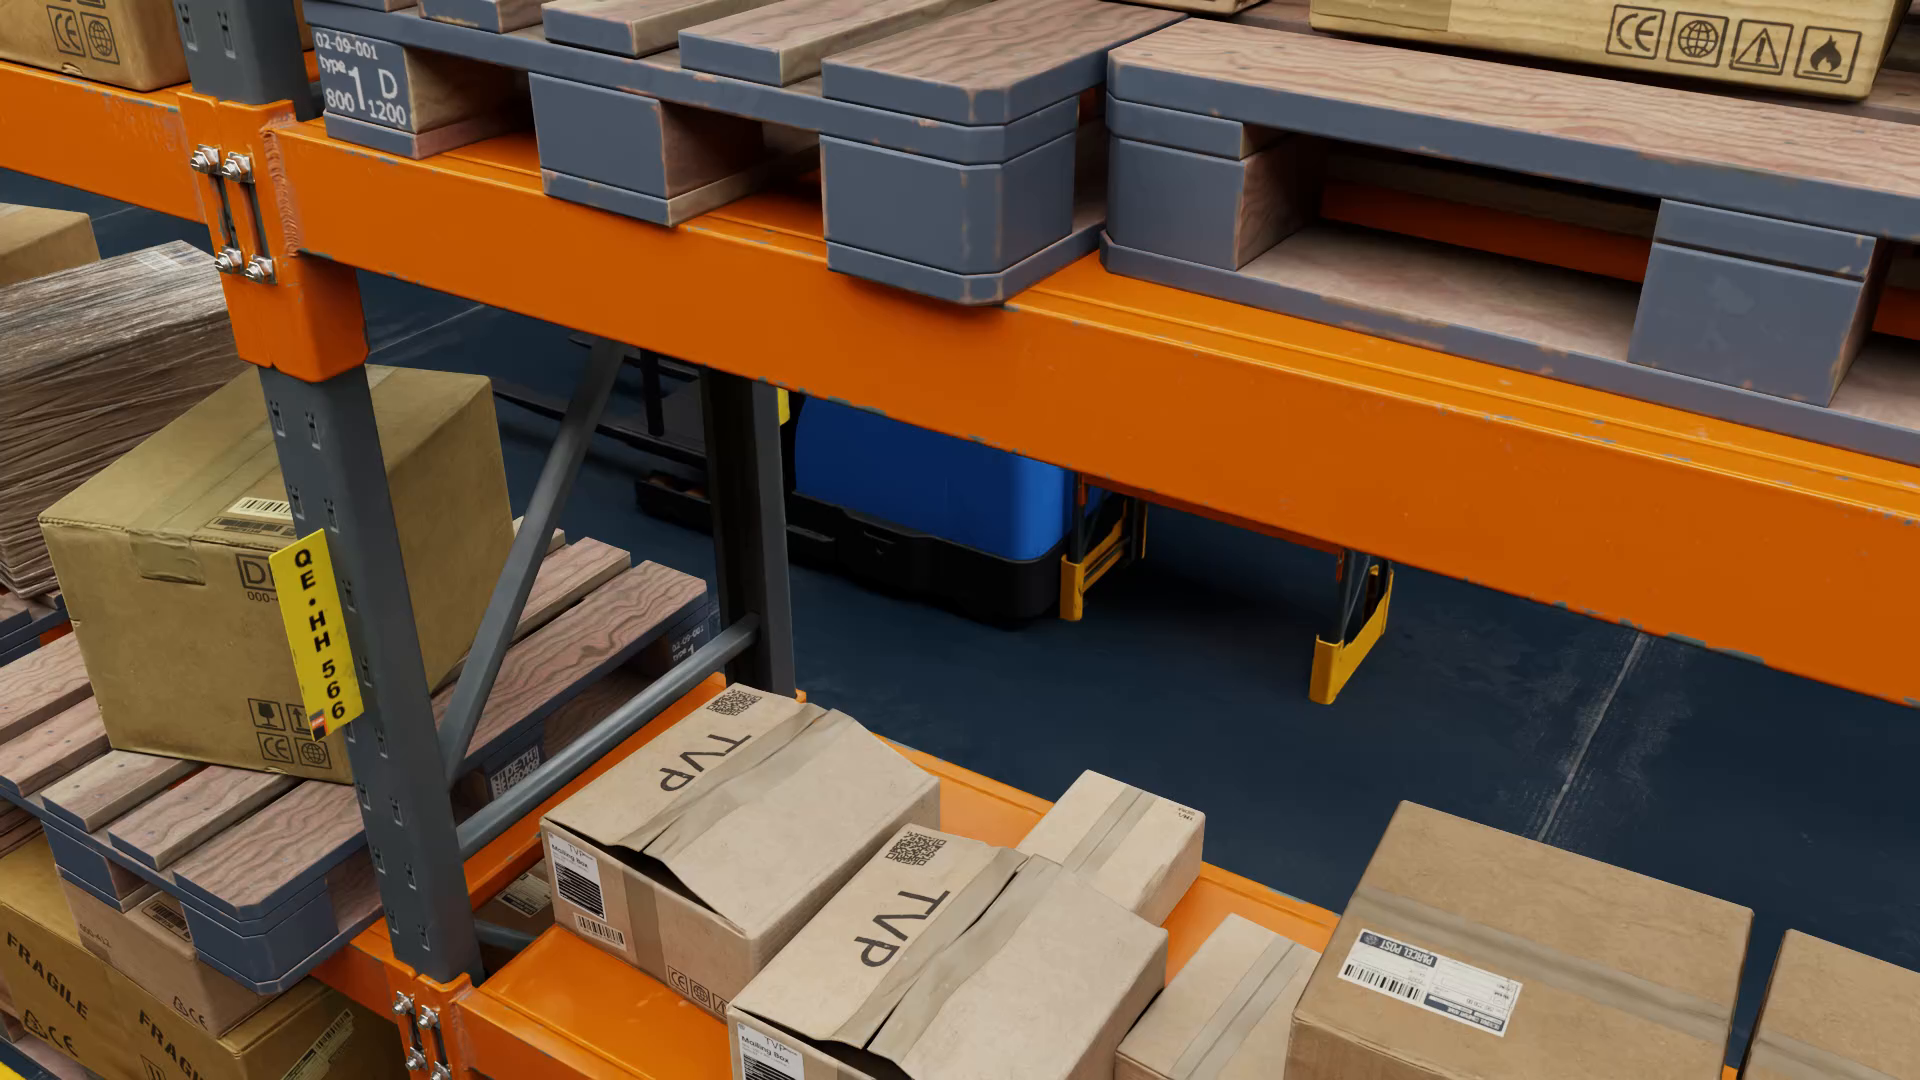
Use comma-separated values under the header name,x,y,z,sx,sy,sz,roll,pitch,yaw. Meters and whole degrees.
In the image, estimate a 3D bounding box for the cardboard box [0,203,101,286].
name,x,y,z,sx,sy,sz,roll,pitch,yaw
cardboard box,-2.524,-0.474,4.070,0.500,0.500,0.700,9,31,15

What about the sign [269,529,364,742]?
name,x,y,z,sx,sy,sz,roll,pitch,yaw
sign,-0.945,0.143,2.458,0.005,0.325,0.100,18,35,27

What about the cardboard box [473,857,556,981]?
name,x,y,z,sx,sy,sz,roll,pitch,yaw
cardboard box,-0.898,1.021,4.068,0.500,0.500,0.500,19,35,29

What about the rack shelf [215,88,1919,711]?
name,x,y,z,sx,sy,sz,roll,pitch,yaw
rack shelf,1.029,-0.074,1.638,4.000,0.370,1.077,18,35,27

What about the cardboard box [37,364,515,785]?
name,x,y,z,sx,sy,sz,roll,pitch,yaw
cardboard box,-1.258,0.030,3.207,0.500,0.500,0.700,6,31,11

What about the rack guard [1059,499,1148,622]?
name,x,y,z,sx,sy,sz,roll,pitch,yaw
rack guard,0.554,0.067,6.387,0.087,0.250,0.587,18,35,27

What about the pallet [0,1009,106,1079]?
name,x,y,z,sx,sy,sz,roll,pitch,yaw
pallet,-2.306,1.036,4.765,1.213,0.211,1.003,18,35,27

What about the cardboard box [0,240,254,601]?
name,x,y,z,sx,sy,sz,roll,pitch,yaw
cardboard box,-1.931,-0.297,3.766,0.500,0.500,0.700,25,39,36

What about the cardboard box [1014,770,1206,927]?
name,x,y,z,sx,sy,sz,roll,pitch,yaw
cardboard box,0.244,0.606,2.983,0.250,0.149,0.380,18,35,27

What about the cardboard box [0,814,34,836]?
name,x,y,z,sx,sy,sz,roll,pitch,yaw
cardboard box,-2.500,0.505,4.208,0.500,0.250,0.500,17,34,26

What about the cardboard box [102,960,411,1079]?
name,x,y,z,sx,sy,sz,roll,pitch,yaw
cardboard box,-1.582,1.114,3.908,0.500,0.500,0.500,19,35,29

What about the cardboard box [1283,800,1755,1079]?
name,x,y,z,sx,sy,sz,roll,pitch,yaw
cardboard box,0.765,0.774,2.347,0.500,0.500,0.500,16,34,25

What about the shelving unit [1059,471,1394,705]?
name,x,y,z,sx,sy,sz,roll,pitch,yaw
shelving unit,0.976,-0.340,5.844,1.083,1.500,0.587,18,35,27

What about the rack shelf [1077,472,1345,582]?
name,x,y,z,sx,sy,sz,roll,pitch,yaw
rack shelf,0.984,-0.182,5.931,1.000,0.185,0.538,18,35,27

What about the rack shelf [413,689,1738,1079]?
name,x,y,z,sx,sy,sz,roll,pitch,yaw
rack shelf,1.029,1.221,2.394,4.000,0.370,1.077,18,35,27

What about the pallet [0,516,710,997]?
name,x,y,z,sx,sy,sz,roll,pitch,yaw
pallet,-1.276,0.306,3.439,1.003,0.211,1.213,18,35,27

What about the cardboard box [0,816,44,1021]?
name,x,y,z,sx,sy,sz,roll,pitch,yaw
cardboard box,-2.468,0.837,4.382,0.500,0.500,0.500,16,34,26

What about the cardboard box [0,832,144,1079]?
name,x,y,z,sx,sy,sz,roll,pitch,yaw
cardboard box,-2.020,0.975,4.145,0.500,0.500,0.500,16,34,26

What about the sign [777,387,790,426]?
name,x,y,z,sx,sy,sz,roll,pitch,yaw
sign,-0.373,-0.363,3.247,0.005,0.325,0.100,18,35,27

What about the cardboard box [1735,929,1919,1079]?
name,x,y,z,sx,sy,sz,roll,pitch,yaw
cardboard box,1.211,0.915,2.105,0.500,0.500,0.500,18,35,27

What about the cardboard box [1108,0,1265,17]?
name,x,y,z,sx,sy,sz,roll,pitch,yaw
cardboard box,0.203,-0.807,1.912,0.500,0.250,0.500,19,35,29

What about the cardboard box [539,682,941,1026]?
name,x,y,z,sx,sy,sz,roll,pitch,yaw
cardboard box,-0.380,0.529,2.954,0.500,0.311,0.500,20,36,30

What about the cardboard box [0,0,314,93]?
name,x,y,z,sx,sy,sz,roll,pitch,yaw
cardboard box,-1.052,-1.067,2.525,0.500,0.500,0.910,18,35,27

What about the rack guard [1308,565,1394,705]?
name,x,y,z,sx,sy,sz,roll,pitch,yaw
rack guard,1.398,0.333,5.931,0.087,0.250,0.587,18,35,27

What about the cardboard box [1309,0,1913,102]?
name,x,y,z,sx,sy,sz,roll,pitch,yaw
cardboard box,0.681,-0.649,1.641,0.500,0.250,0.500,17,34,26

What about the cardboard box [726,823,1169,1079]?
name,x,y,z,sx,sy,sz,roll,pitch,yaw
cardboard box,-0.010,0.736,2.601,0.500,0.311,0.500,17,34,27

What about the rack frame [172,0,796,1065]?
name,x,y,z,sx,sy,sz,roll,pitch,yaw
rack frame,-0.667,0.376,3.128,0.053,2.616,0.949,18,35,27

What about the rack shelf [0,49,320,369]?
name,x,y,z,sx,sy,sz,roll,pitch,yaw
rack shelf,-2.359,-1.146,3.475,4.000,0.370,1.077,18,35,27

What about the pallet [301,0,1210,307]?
name,x,y,z,sx,sy,sz,roll,pitch,yaw
pallet,-0.043,-0.696,2.176,1.003,0.211,1.213,19,35,30

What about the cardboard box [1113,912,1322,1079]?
name,x,y,z,sx,sy,sz,roll,pitch,yaw
cardboard box,0.445,0.801,2.650,0.250,0.149,0.380,20,36,31

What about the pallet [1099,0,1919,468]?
name,x,y,z,sx,sy,sz,roll,pitch,yaw
pallet,0.906,-0.397,1.665,1.213,0.211,1.003,19,35,30

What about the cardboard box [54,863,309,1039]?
name,x,y,z,sx,sy,sz,roll,pitch,yaw
cardboard box,-1.632,0.777,3.741,0.500,0.250,0.500,19,35,29

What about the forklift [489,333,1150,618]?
name,x,y,z,sx,sy,sz,roll,pitch,yaw
forklift,-0.748,-1.524,6.454,3.031,2.935,1.130,18,35,27

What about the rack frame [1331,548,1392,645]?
name,x,y,z,sx,sy,sz,roll,pitch,yaw
rack frame,1.415,-0.201,5.607,0.032,1.500,0.500,18,35,27

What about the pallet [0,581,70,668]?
name,x,y,z,sx,sy,sz,roll,pitch,yaw
pallet,-2.314,-0.061,4.069,1.213,0.211,1.003,18,35,27

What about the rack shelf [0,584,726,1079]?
name,x,y,z,sx,sy,sz,roll,pitch,yaw
rack shelf,-2.359,0.150,4.230,4.000,0.370,1.077,18,35,27

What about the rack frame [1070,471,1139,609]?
name,x,y,z,sx,sy,sz,roll,pitch,yaw
rack frame,0.553,-0.473,6.073,0.032,1.500,0.500,18,35,27
